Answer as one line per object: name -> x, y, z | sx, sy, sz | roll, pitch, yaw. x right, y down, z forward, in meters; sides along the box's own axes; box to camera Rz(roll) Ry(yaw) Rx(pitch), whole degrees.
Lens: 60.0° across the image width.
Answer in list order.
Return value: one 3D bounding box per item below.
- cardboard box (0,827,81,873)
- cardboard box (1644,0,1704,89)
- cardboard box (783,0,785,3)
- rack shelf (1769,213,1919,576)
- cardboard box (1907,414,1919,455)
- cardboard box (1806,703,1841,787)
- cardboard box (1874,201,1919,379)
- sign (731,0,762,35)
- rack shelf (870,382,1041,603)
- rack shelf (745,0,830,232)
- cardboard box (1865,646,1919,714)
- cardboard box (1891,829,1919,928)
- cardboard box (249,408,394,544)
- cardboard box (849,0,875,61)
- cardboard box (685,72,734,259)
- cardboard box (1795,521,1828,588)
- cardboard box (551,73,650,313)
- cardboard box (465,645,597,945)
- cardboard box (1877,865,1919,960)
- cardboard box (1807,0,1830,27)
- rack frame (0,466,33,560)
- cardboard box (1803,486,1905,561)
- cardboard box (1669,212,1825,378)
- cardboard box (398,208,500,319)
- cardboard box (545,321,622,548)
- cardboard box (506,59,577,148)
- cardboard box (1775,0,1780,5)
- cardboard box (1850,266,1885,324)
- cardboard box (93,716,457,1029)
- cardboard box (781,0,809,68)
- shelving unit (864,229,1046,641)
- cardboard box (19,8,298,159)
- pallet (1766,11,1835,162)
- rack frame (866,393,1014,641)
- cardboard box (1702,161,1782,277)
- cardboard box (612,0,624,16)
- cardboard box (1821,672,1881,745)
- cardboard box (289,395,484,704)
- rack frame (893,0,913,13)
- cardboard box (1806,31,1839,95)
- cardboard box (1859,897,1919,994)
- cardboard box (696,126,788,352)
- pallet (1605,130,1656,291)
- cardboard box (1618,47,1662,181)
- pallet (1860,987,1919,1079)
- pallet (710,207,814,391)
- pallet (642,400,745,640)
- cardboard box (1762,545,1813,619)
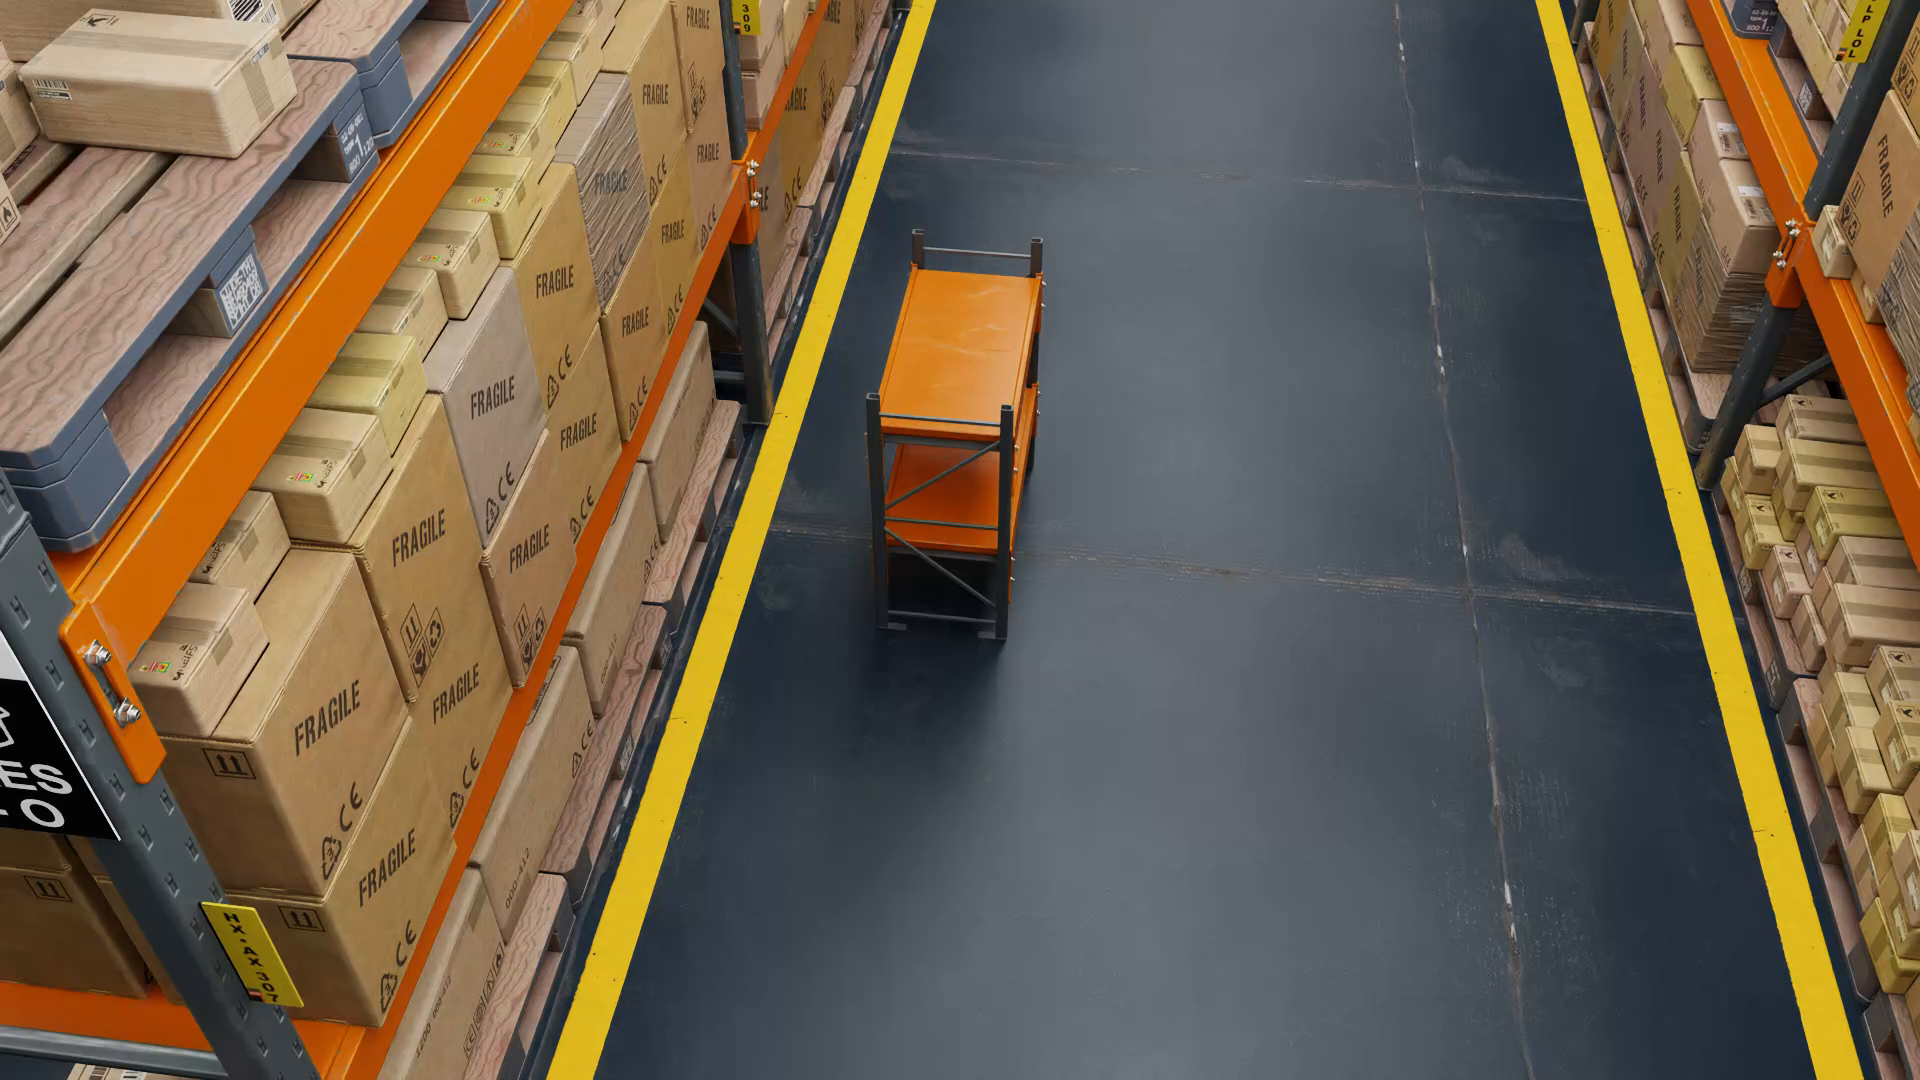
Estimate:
cardboard box -> -2.024, 0.308, 3.443 | 0.500, 0.500, 0.500 | 7, 44, 7
cardboard box -> 3.649, -2.401, 8.071 | 0.500, 0.250, 0.500 | 6, 44, 6
cardboard box -> -0.945, -2.428, 6.878 | 0.500, 0.250, 0.500 | 6, 44, 6
rack shelf -> 3.332, 0.337, 4.736 | 1.077, 0.370, 4.000 | 5, 44, 6
cardboard box -> 3.151, -0.313, 5.082 | 0.380, 0.149, 0.250 | 6, 44, 6
cardboard box -> 3.099, 0.702, 5.595 | 0.380, 0.149, 0.250 | 4, 44, 4
cardboard box -> 3.223, -0.779, 5.102 | 0.500, 0.500, 0.500 | 5, 44, 5
sign -> -0.773, -1.962, 5.954 | 0.100, 0.325, 0.005 | 5, 44, 6
rack shelf -> -0.001, -0.226, 6.527 | 0.538, 0.278, 1.000 | 5, 44, 6
rack shelf -> -1.059, -2.771, 8.018 | 1.077, 0.370, 4.000 | 5, 44, 6
cardboard box -> 3.185, 0.493, 5.383 | 0.380, 0.149, 0.250 | 4, 44, 4
cardboard box -> 2.962, 1.008, 4.839 | 0.380, 0.149, 0.250 | 7, 44, 7
cardboard box -> -1.419, -0.146, 3.451 | 0.380, 0.149, 0.250 | 6, 44, 7
cardboard box -> -0.968, -3.313, 9.307 | 0.875, 0.875, 0.875 | 5, 44, 5
cardboard box -> -1.131, -1.366, 5.938 | 0.500, 0.500, 0.500 | 6, 44, 6
cardboard box -> 3.290, 0.055, 6.062 | 0.380, 0.149, 0.250 | 5, 44, 5
cardboard box -> -1.245, -1.029, 4.855 | 0.500, 0.500, 0.500 | 6, 44, 6
cardboard box -> -1.751, 0.752, 5.332 | 0.875, 0.438, 0.875 | 6, 44, 7
cardboard box -> 2.977, 1.119, 4.938 | 0.380, 0.149, 0.250 | 6, 44, 6
cardboard box -> 3.523, -2.095, 6.441 | 0.380, 0.149, 0.250 | 7, 44, 7
rack frame -> -1.852, -1.121, 1.389 | 1.000, 3.000, 0.127 | 5, 44, 6
cardboard box -> 3.266, -0.046, 5.952 | 0.380, 0.149, 0.250 | 5, 44, 5
cardboard box -> 3.445, -1.060, 7.200 | 0.500, 0.500, 0.500 | 4, 44, 5
cardboard box -> -1.345, -0.677, 4.012 | 0.380, 0.149, 0.250 | 6, 44, 6
cardboard box -> -1.330, -0.315, 4.828 | 0.500, 0.500, 0.500 | 7, 44, 7
cardboard box -> -1.280, -1.199, 4.563 | 0.380, 0.149, 0.250 | 4, 44, 5
cardboard box -> 3.586, -2.345, 6.922 | 0.380, 0.149, 0.250 | 4, 44, 4
cardboard box -> 3.274, -0.850, 5.649 | 0.380, 0.149, 0.250 | 6, 44, 7
cardboard box -> -1.504, 0.720, 3.735 | 0.500, 0.500, 0.500 | 5, 44, 5
cardboard box -> -0.937, -2.243, 7.046 | 0.500, 0.250, 0.500 | 4, 44, 4
shelving unit -> -0.001, -0.404, 6.358 | 0.538, 1.125, 1.048 | 5, 44, 6
cardboard box -> -1.480, -0.850, 3.089 | 0.380, 0.149, 0.250 | 7, 44, 7
pallet -> 3.842, -1.726, 6.530 | 1.003, 0.211, 1.213 | 5, 44, 6
rack frame -> -0.068, -0.057, 5.993 | 0.500, 1.125, 0.032 | 5, 44, 6
cardboard box -> 3.444, -1.335, 6.946 | 0.500, 0.250, 0.500 | 4, 44, 4
cardboard box -> -1.234, -1.726, 5.119 | 0.380, 0.149, 0.250 | 5, 44, 6
cardboard box -> 3.096, 0.590, 5.497 | 0.380, 0.149, 0.250 | 5, 44, 5
cardboard box -> -1.445, 0.004, 3.764 | 0.500, 0.500, 0.500 | 4, 44, 4
rack frame -> -0.795, -4.395, 9.210 | 1.000, 3.000, 0.127 | 5, 44, 6
cardboard box -> 3.486, -1.815, 6.362 | 0.380, 0.149, 0.250 | 5, 44, 6
cardboard box -> 2.976, 1.238, 5.029 | 0.380, 0.149, 0.250 | 3, 44, 4
cardboard box -> -1.321, -1.479, 7.371 | 0.875, 0.875, 0.875 | 6, 44, 7
pallet -> 3.857, -1.640, 8.328 | 1.003, 0.211, 1.213 | 5, 44, 6
cardboard box -> 3.653, -2.106, 8.306 | 0.500, 0.500, 0.500 | 4, 44, 4
pallet -> 3.220, 1.849, 4.644 | 1.003, 0.211, 1.213 | 5, 44, 6
pallet -> -1.296, -1.189, 7.852 | 1.003, 0.211, 1.213 | 5, 44, 6
pallet -> -1.501, -0.145, 6.750 | 1.003, 0.211, 1.213 | 5, 44, 6
cardboard box -> 3.213, 0.170, 6.157 | 0.380, 0.149, 0.250 | 5, 44, 5
